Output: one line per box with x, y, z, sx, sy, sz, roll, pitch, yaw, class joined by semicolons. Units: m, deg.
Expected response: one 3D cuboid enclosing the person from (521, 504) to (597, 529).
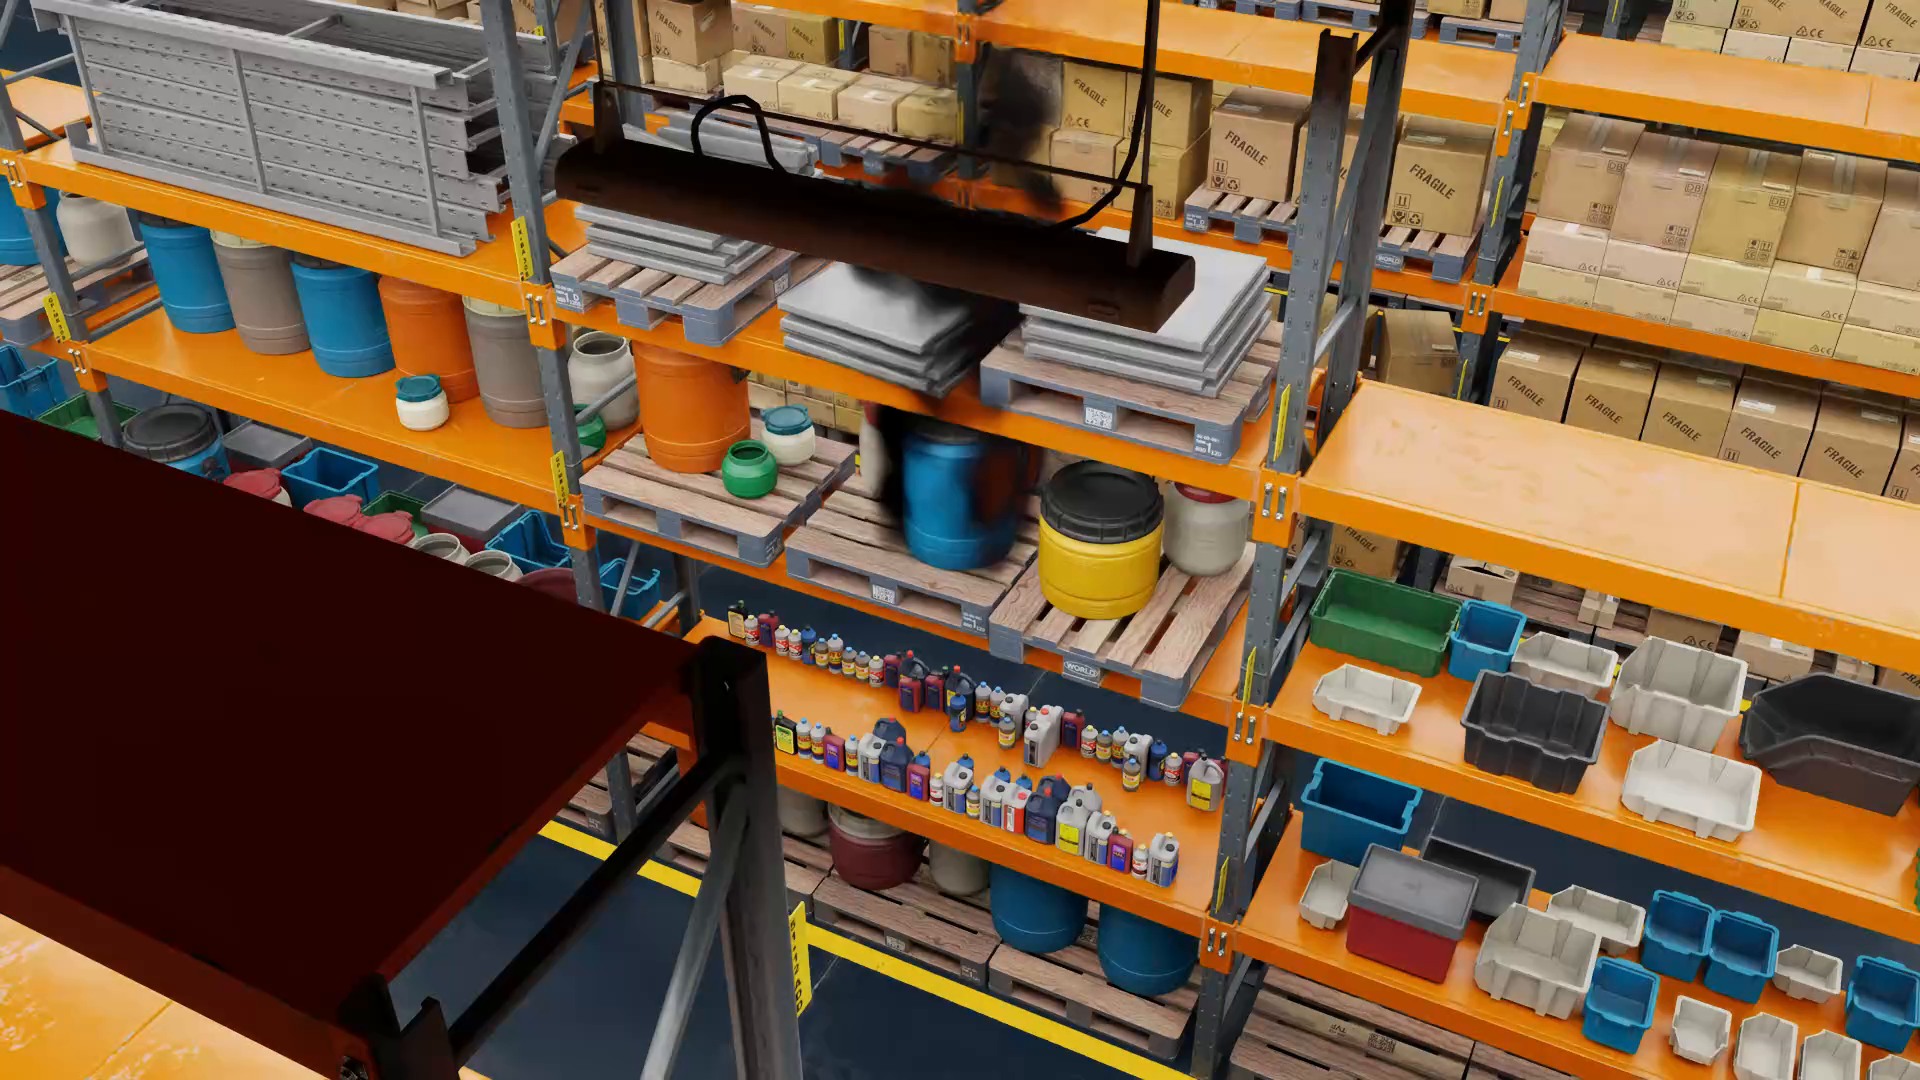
-3.309;-0.652;13.284;0.877;1.745;0.707;7;36;9;person
